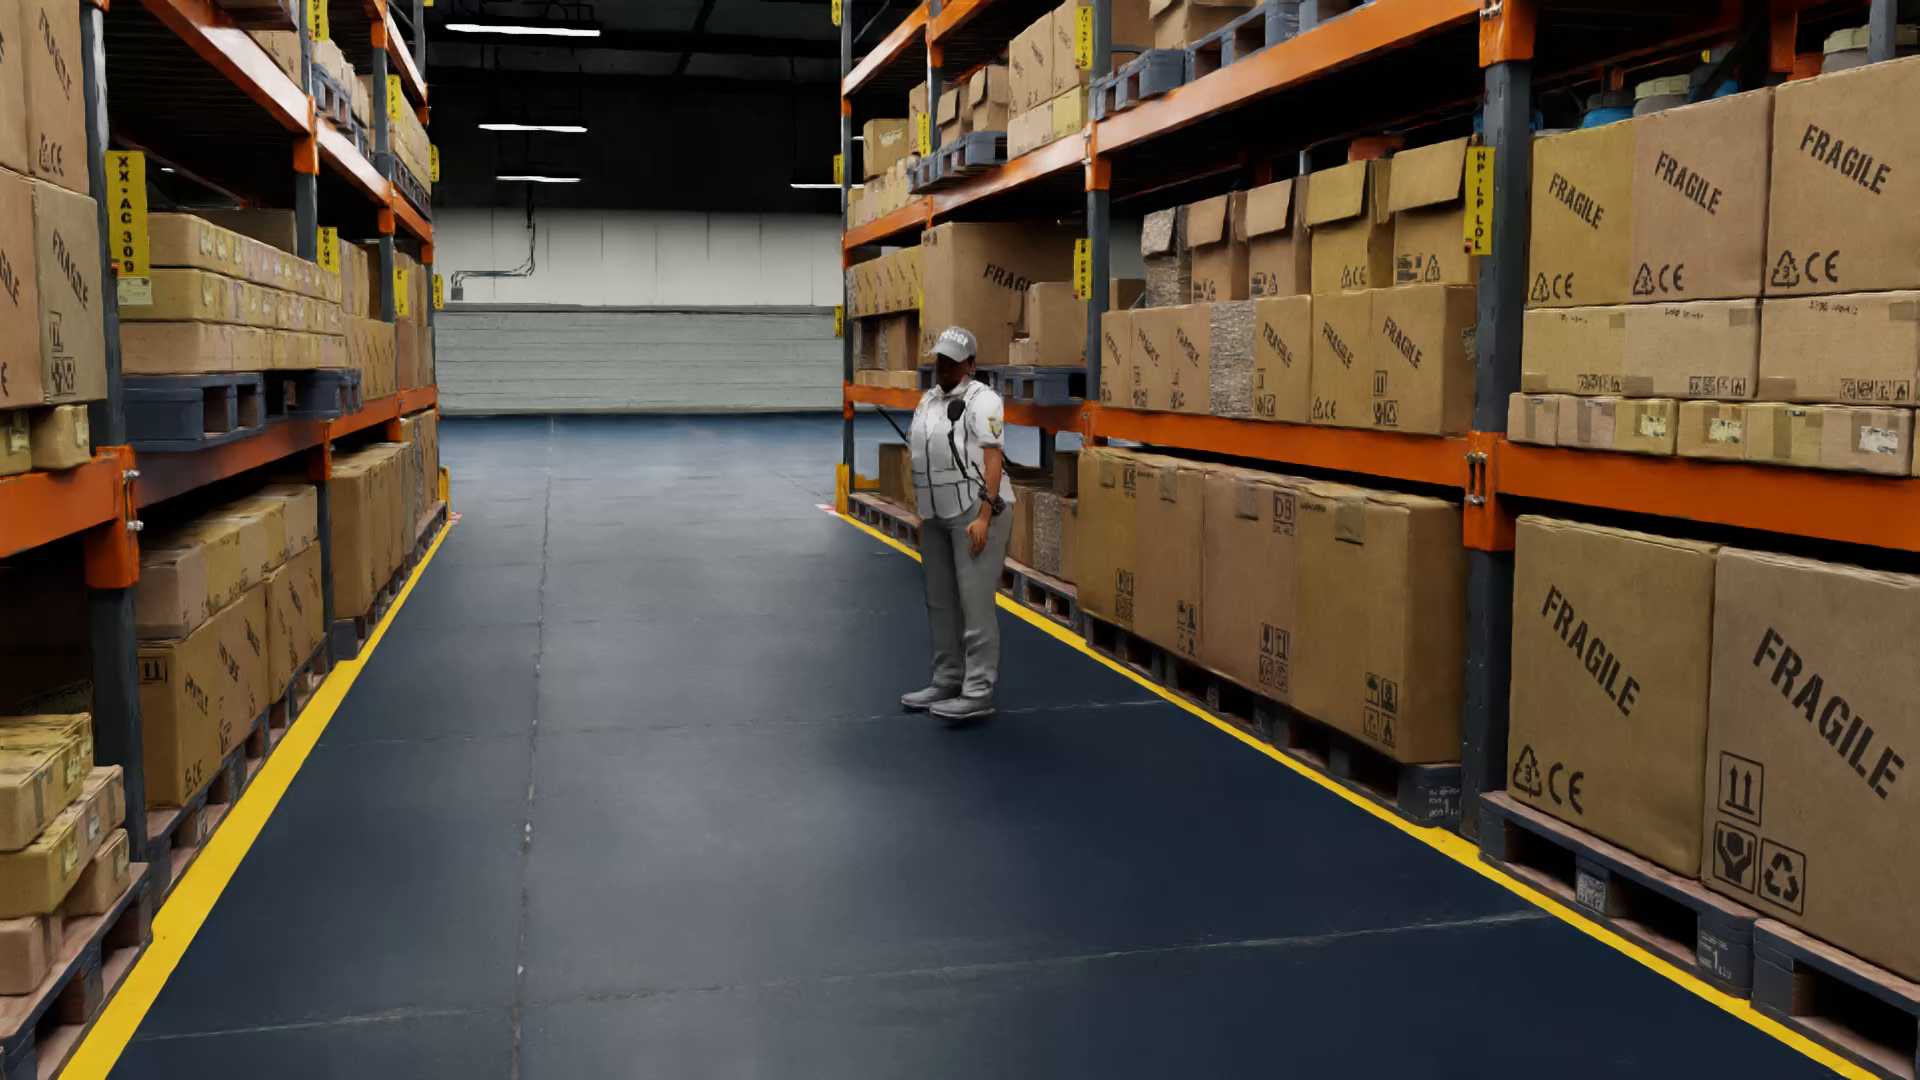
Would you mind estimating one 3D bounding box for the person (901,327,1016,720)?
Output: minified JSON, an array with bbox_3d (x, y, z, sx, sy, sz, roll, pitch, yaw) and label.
[{"bbox_3d":[-0.040,-0.077,7.161,0.462,1.673,0.546,-6,8,-42],"label":"person"}]
